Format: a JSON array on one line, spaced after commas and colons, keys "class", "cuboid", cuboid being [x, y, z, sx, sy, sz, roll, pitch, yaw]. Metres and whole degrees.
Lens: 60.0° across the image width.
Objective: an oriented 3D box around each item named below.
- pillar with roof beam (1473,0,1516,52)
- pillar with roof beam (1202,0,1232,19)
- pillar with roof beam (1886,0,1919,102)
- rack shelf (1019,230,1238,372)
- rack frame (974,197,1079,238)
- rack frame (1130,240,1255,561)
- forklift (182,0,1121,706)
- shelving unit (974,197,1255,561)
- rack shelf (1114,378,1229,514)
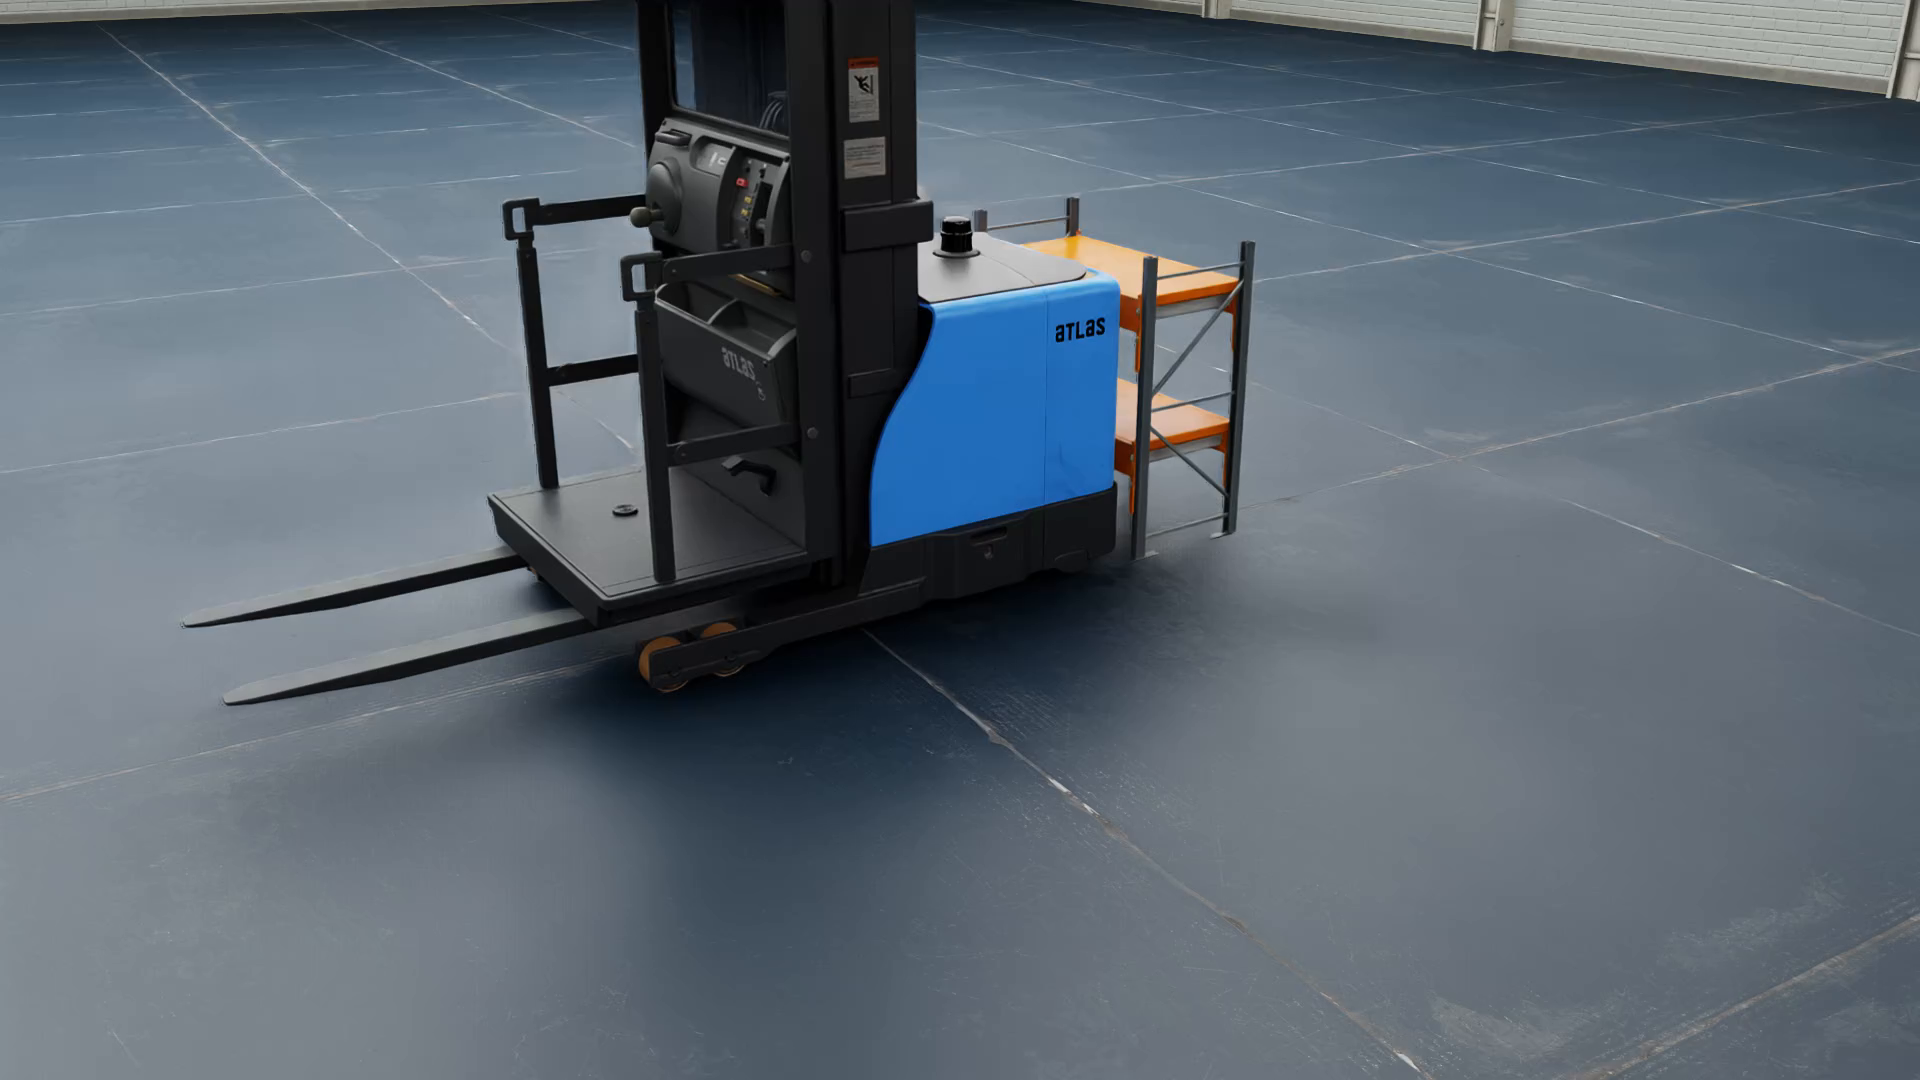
[{"class": "pillar with roof beam", "cuboid": [3.639, -10.112, 19.239, 9.100, 9.000, 0.400, -13, 25, -28]}, {"class": "pillar with roof beam", "cuboid": [0.574, -12.054, 24.018, 9.100, 9.000, 0.400, -13, 25, -28]}, {"class": "pillar with roof beam", "cuboid": [6.704, -8.170, 14.461, 9.100, 9.000, 0.400, -13, 25, -28]}, {"class": "rack shelf", "cuboid": [0.556, -0.929, 6.327, 0.538, 0.278, 1.000, -14, 26, -32]}, {"class": "rack frame", "cuboid": [0.268, -0.816, 6.825, 0.500, 1.125, 0.032, -14, 26, -32]}, {"class": "rack frame", "cuboid": [0.844, -0.500, 6.049, 0.500, 1.125, 0.032, -14, 26, -32]}, {"class": "forklift", "cuboid": [-0.946, -1.114, 5.159, 3.031, 2.935, 1.130, -14, 26, -30]}, {"class": "shelving unit", "cuboid": [0.556, -0.658, 6.437, 0.538, 1.125, 1.048, -14, 26, -32]}, {"class": "rack shelf", "cuboid": [0.556, -0.432, 6.529, 0.538, 0.278, 1.000, -14, 26, -32]}]
